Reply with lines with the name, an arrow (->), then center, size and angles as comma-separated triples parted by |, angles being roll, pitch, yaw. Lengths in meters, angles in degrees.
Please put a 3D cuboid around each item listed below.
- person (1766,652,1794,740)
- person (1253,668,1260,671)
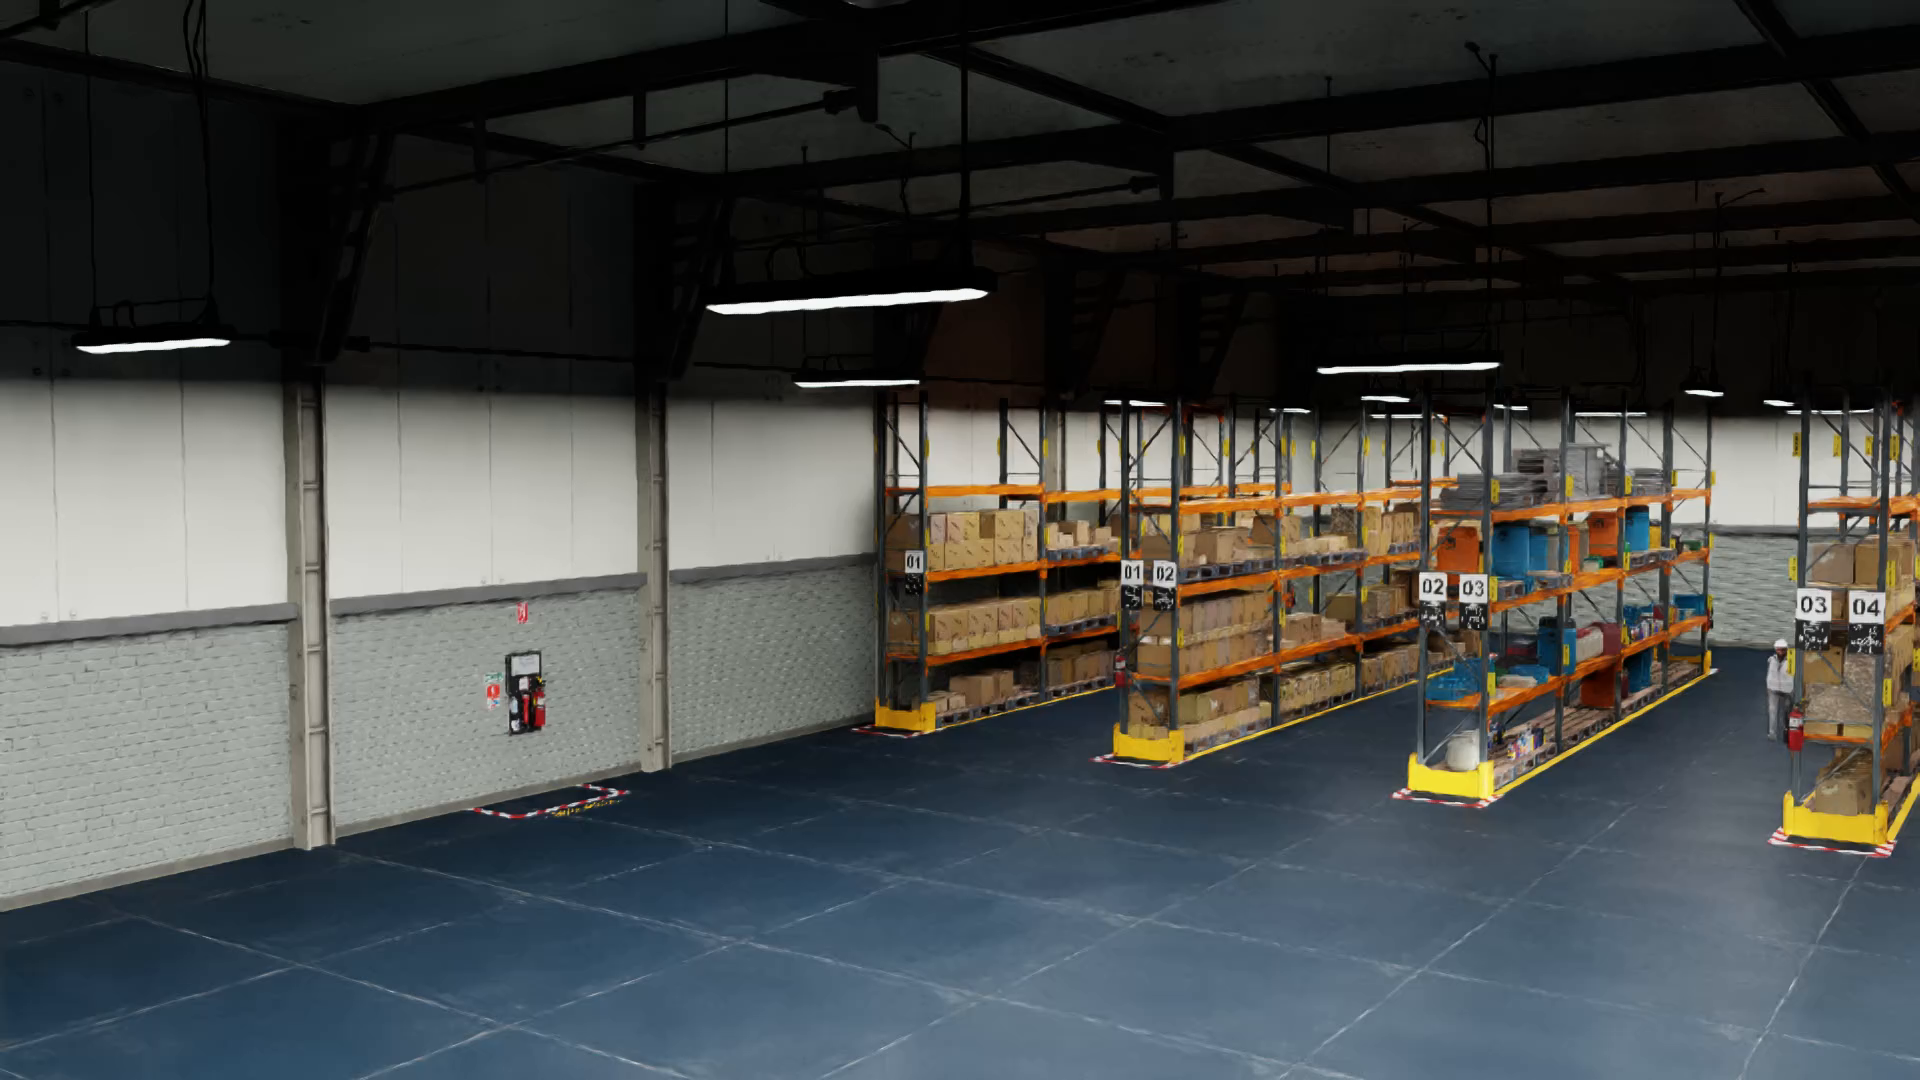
person -> 14.114, 2.673, 28.620 | 0.478, 1.486, 1.030 | 2, 4, 34
person -> 6.381, 2.092, 36.846 | 0.603, 1.724, 1.110 | 2, 4, 33
